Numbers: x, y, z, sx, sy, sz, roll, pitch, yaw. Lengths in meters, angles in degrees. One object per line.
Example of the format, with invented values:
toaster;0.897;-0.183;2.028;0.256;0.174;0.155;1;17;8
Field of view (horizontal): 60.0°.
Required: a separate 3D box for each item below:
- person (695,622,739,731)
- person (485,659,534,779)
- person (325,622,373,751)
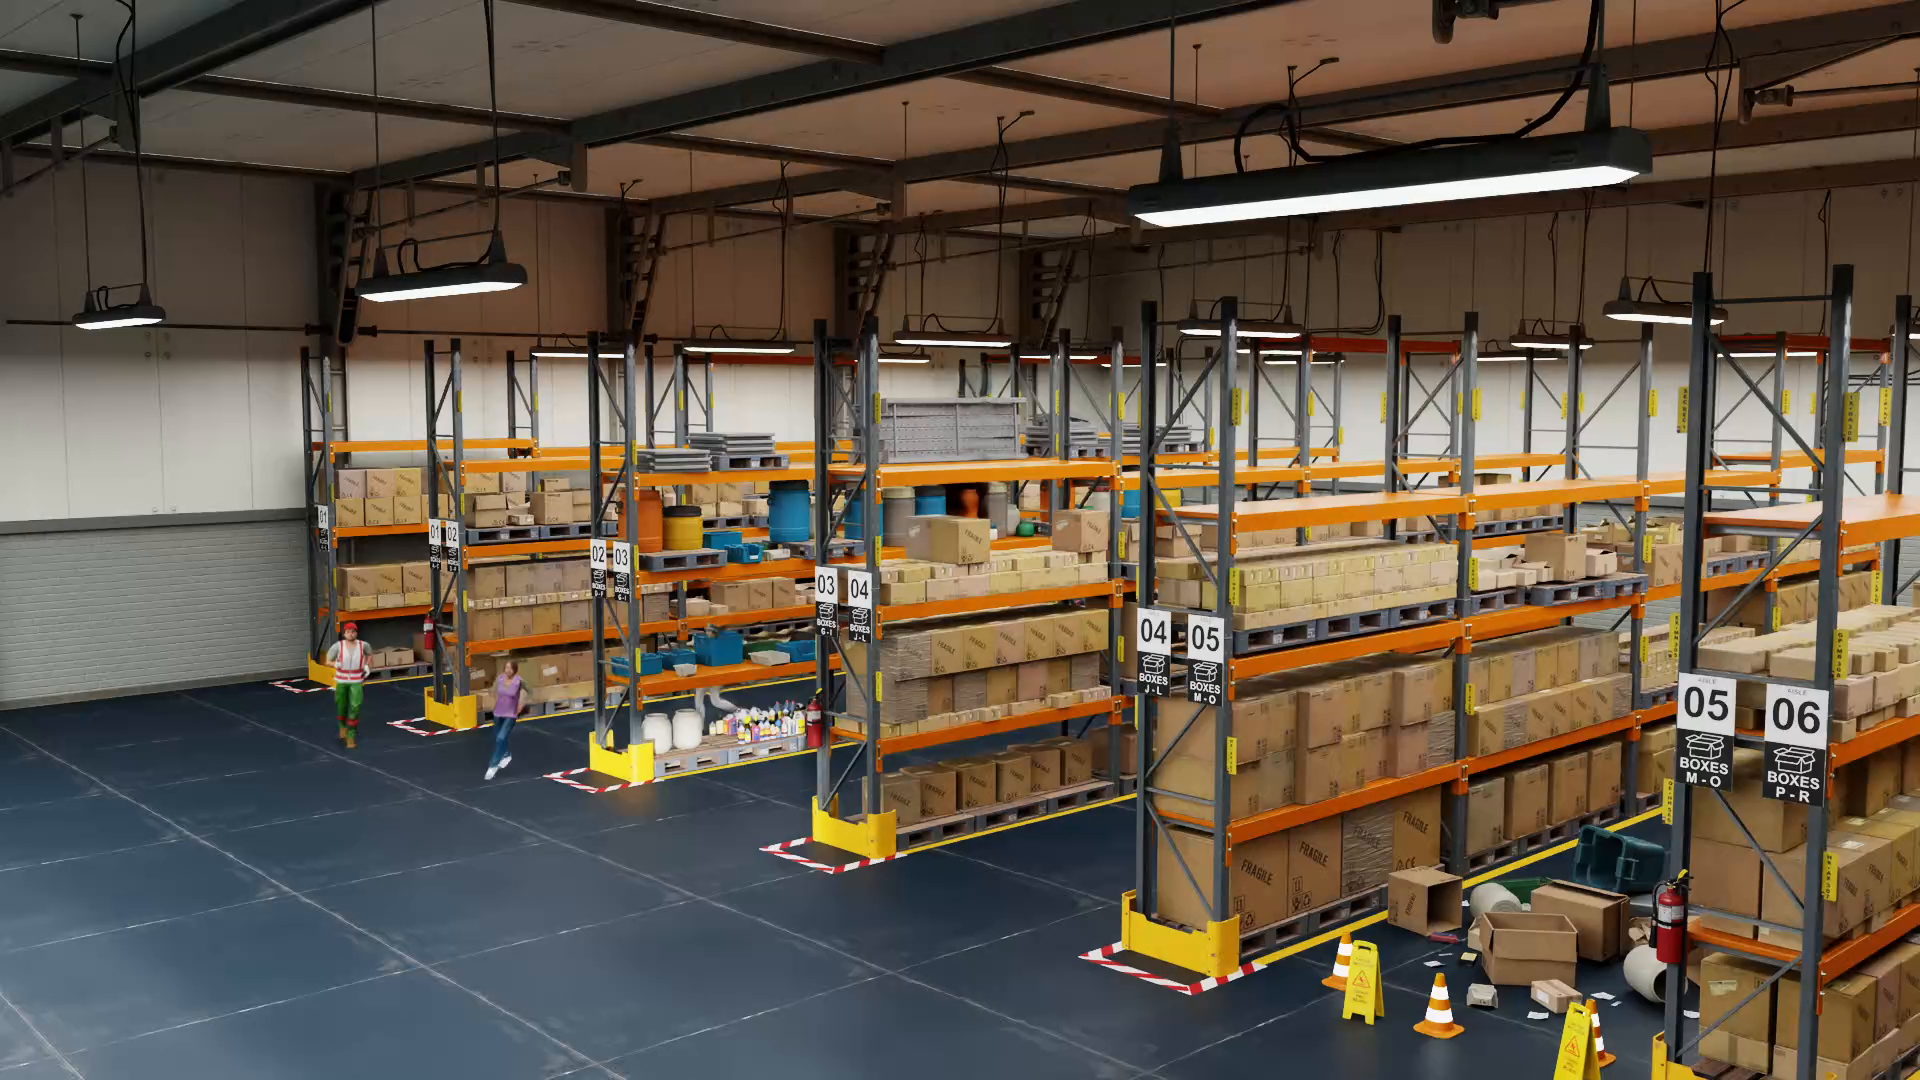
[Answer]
person;-3.811;2.084;25.488;0.843;1.662;0.625;-5;7;-44
person;-6.109;2.399;22.544;0.563;1.605;0.693;1;5;14
person;-8.975;2.116;24.467;0.658;1.830;0.891;-2;5;-20
